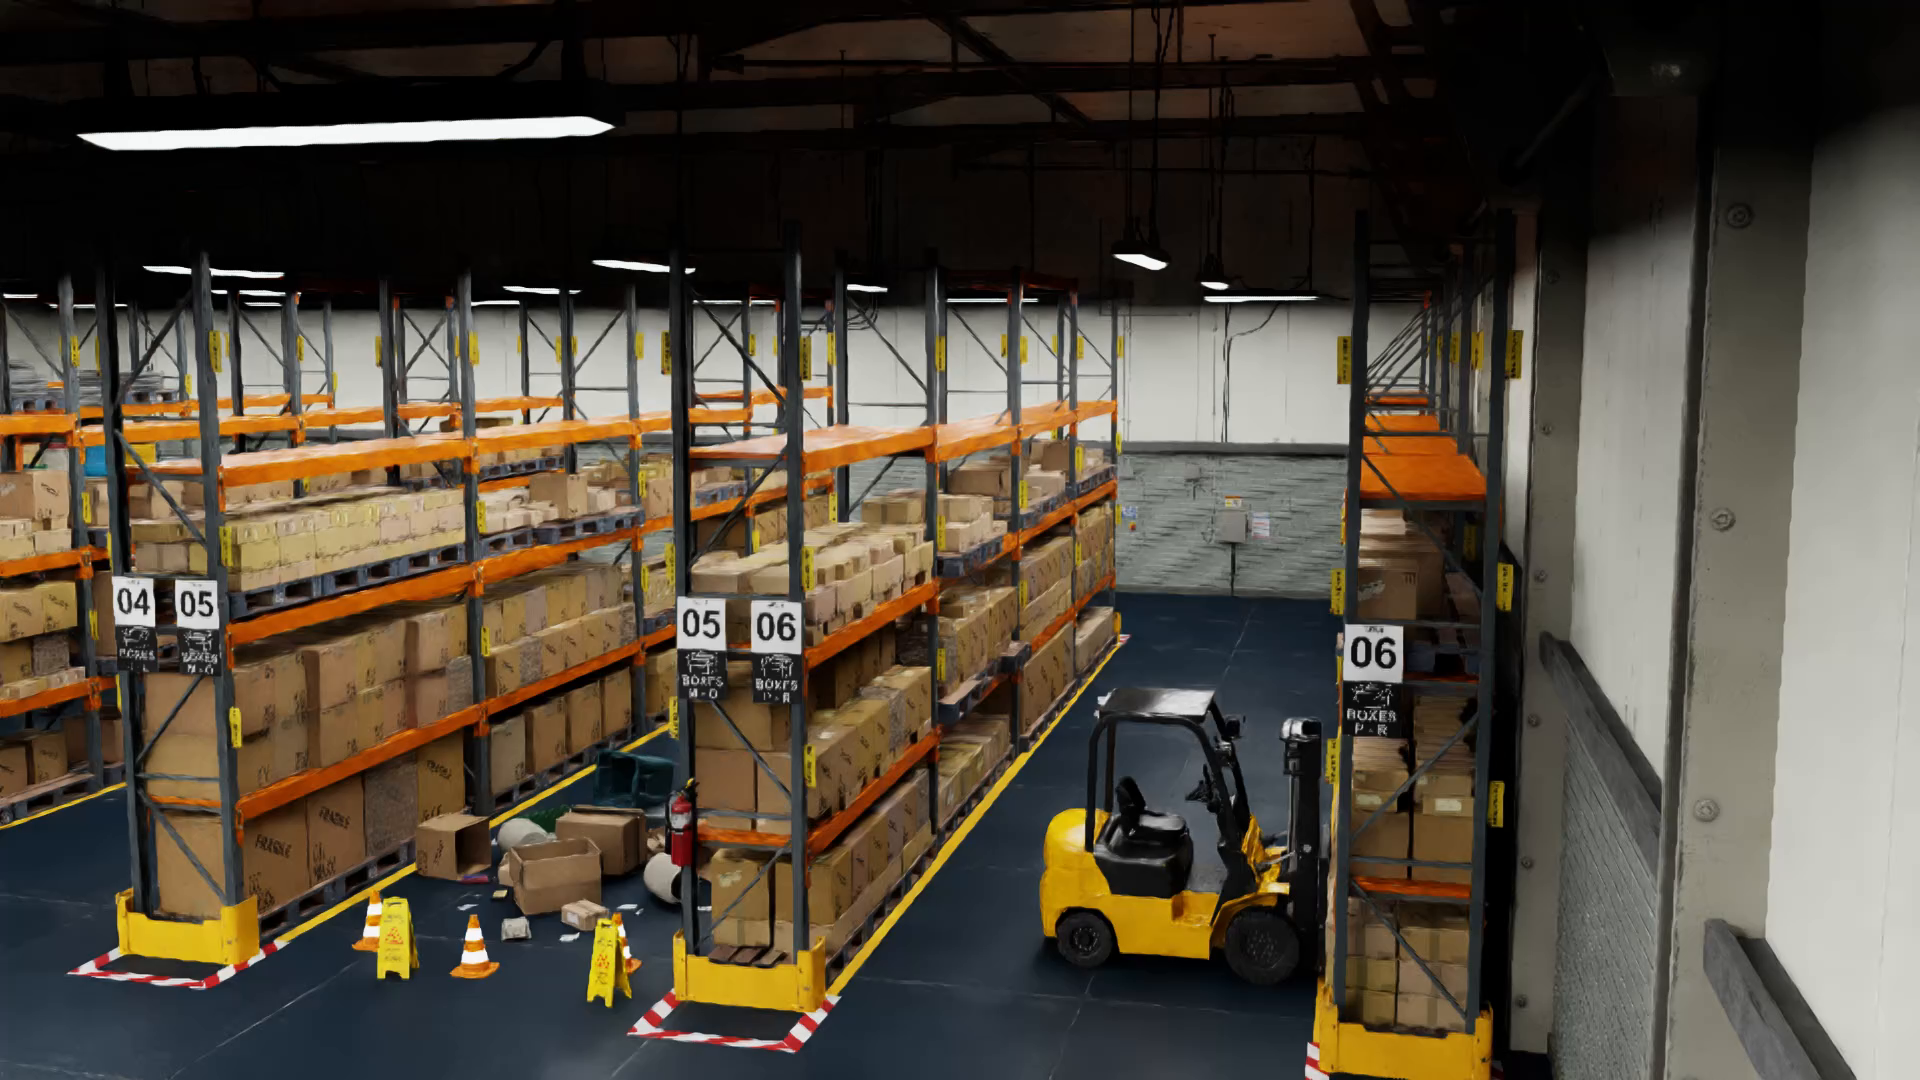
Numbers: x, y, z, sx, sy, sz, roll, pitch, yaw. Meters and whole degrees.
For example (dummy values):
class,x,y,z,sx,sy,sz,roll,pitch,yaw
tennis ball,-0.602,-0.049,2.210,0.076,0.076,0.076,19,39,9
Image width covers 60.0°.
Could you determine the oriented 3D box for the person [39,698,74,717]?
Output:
class,x,y,z,sx,sy,sz,roll,pitch,yaw
person,-12.495,1.554,22.827,0.538,1.664,1.026,1,7,6
